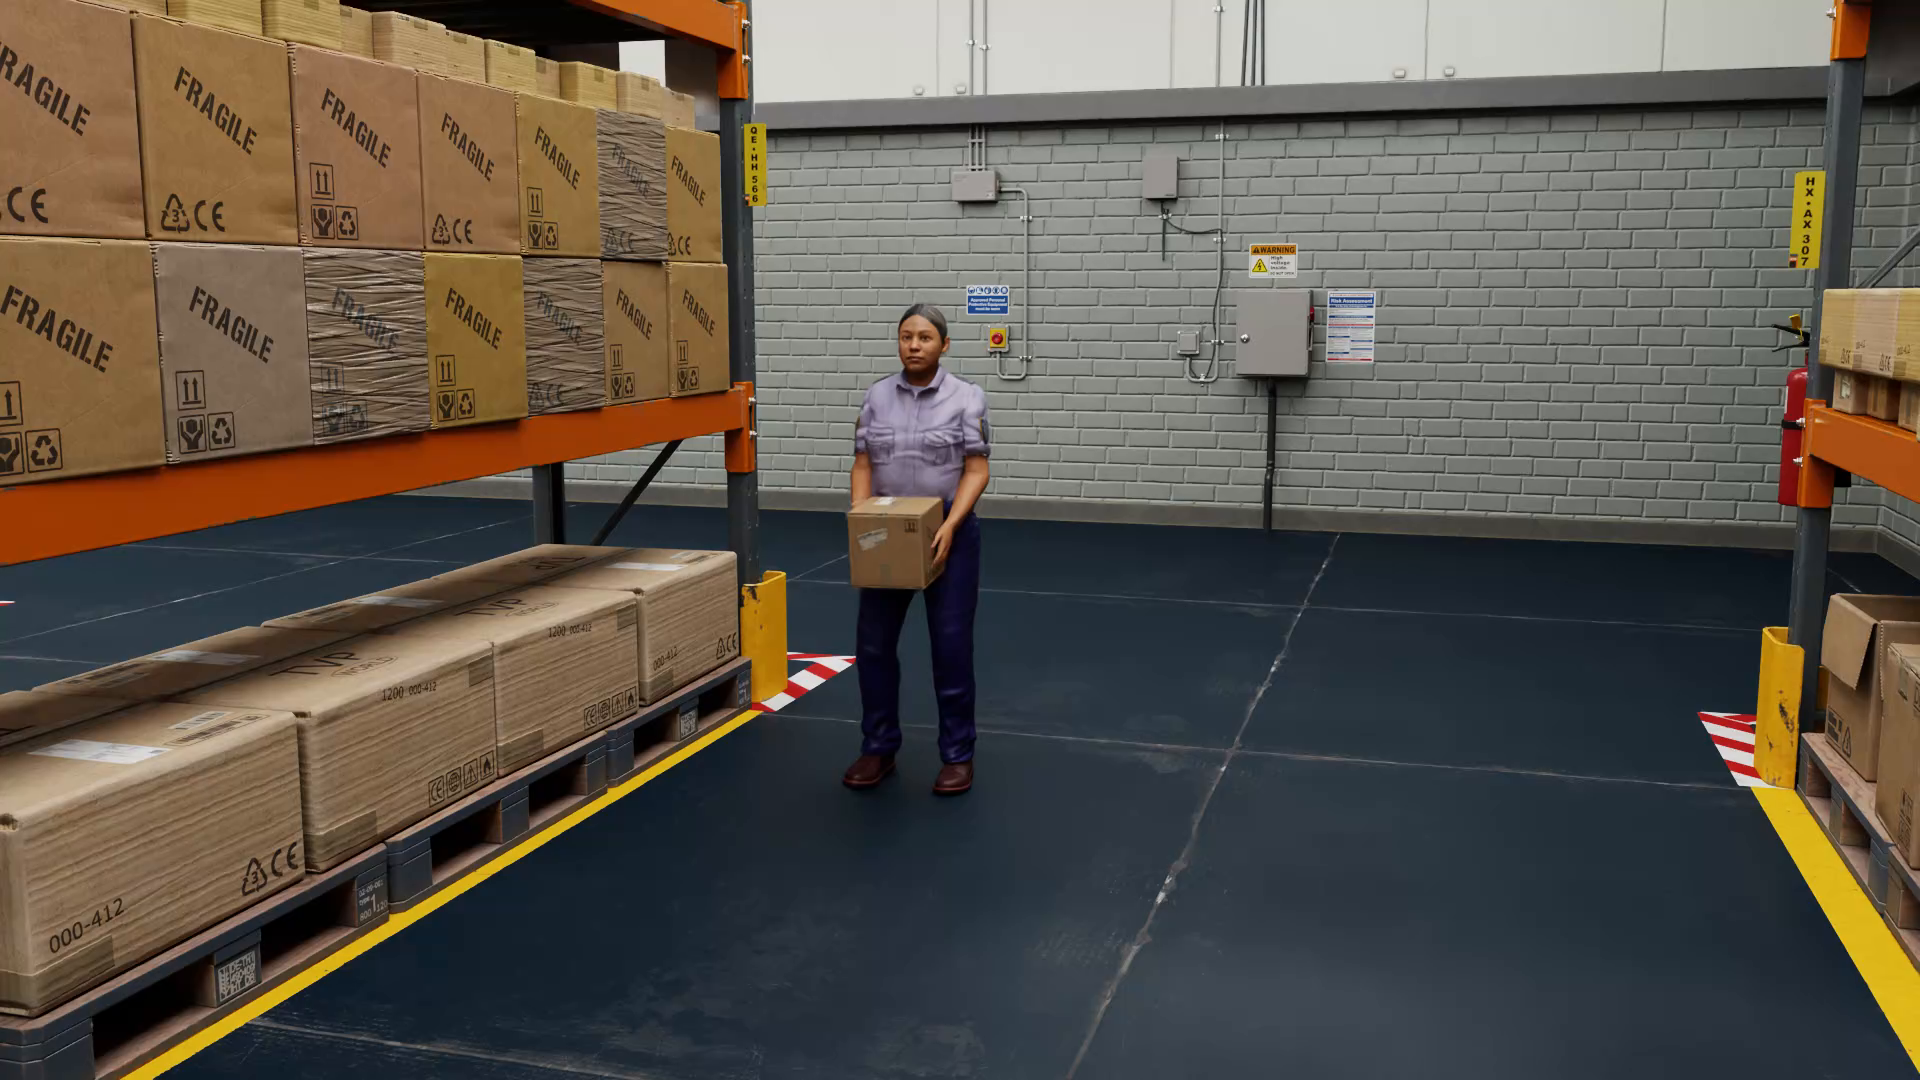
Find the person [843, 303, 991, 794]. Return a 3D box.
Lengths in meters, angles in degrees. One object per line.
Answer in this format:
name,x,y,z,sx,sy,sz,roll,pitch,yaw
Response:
person,-0.151,0.028,5.667,0.494,1.655,0.463,2,9,16
